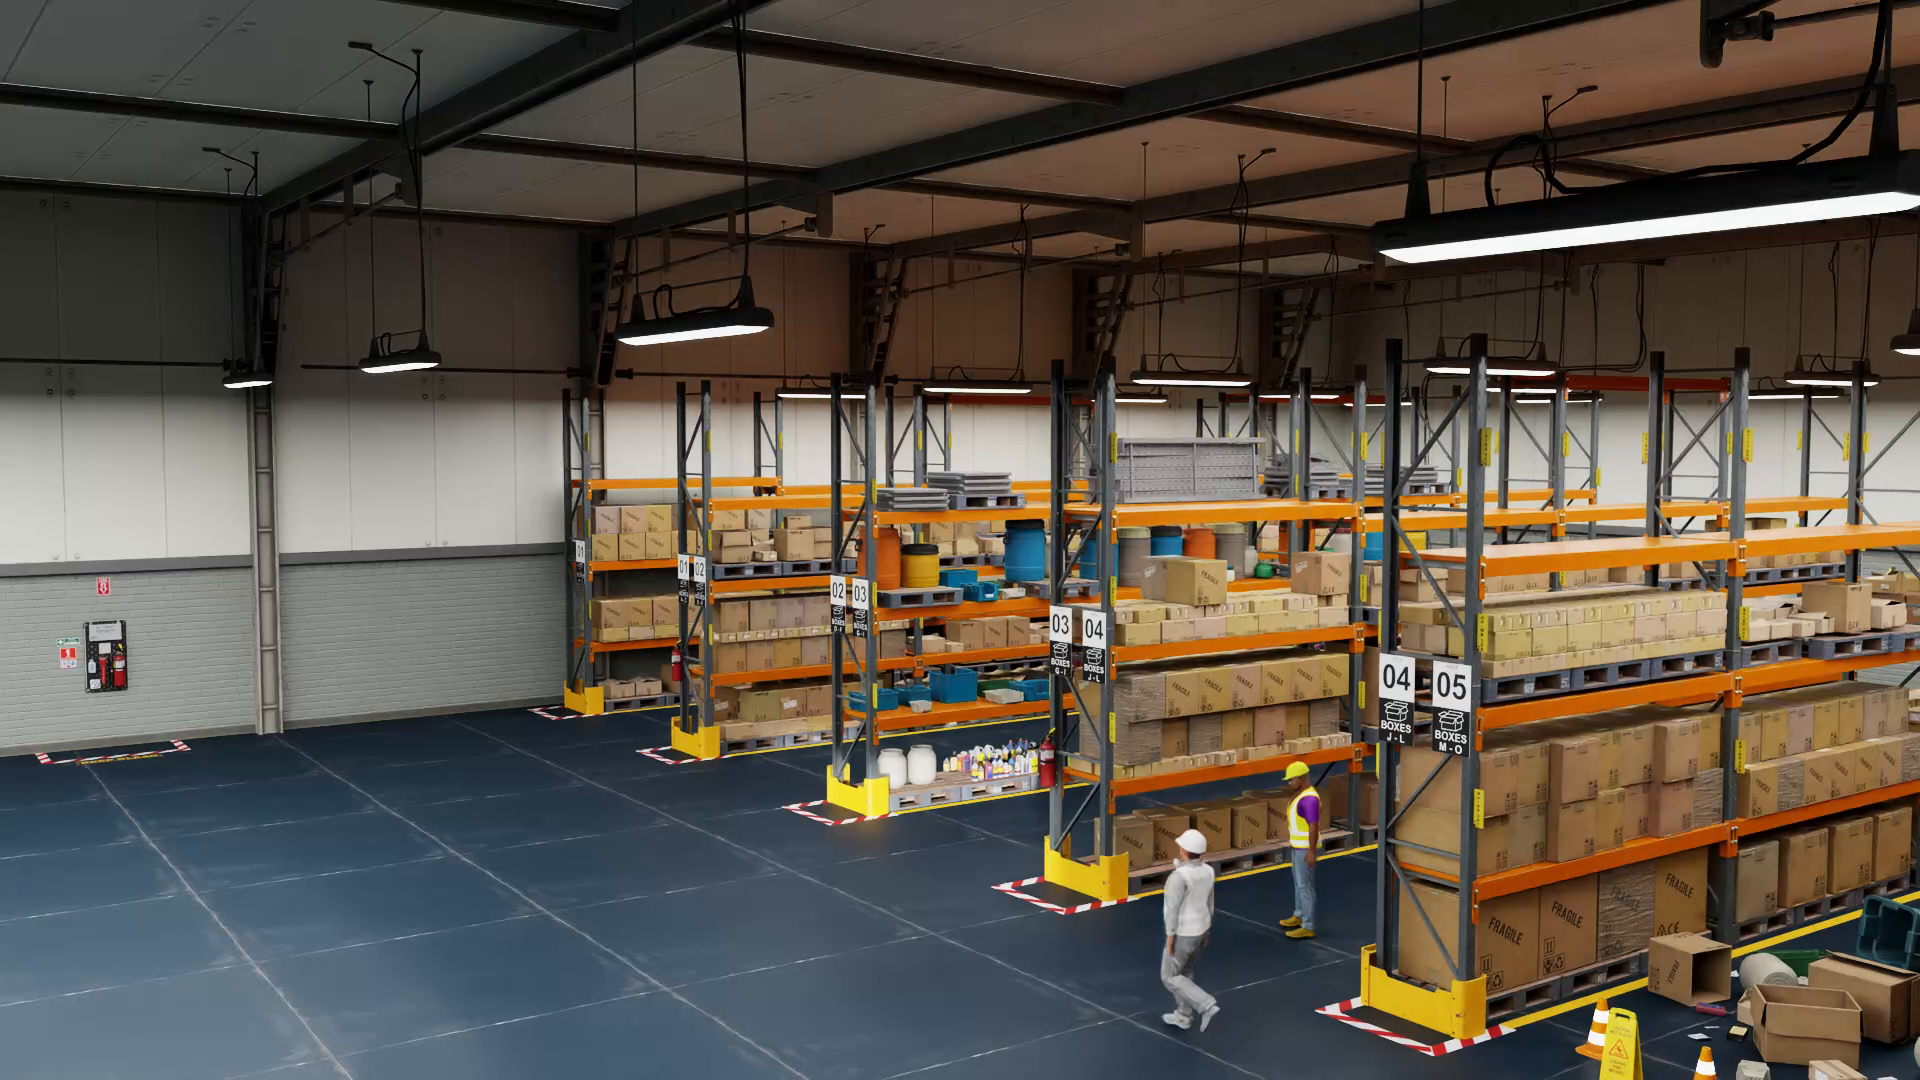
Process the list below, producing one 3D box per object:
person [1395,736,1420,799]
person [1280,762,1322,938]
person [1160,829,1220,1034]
[{"bbox_3d":[5.315,3.109,19.749,0.475,1.612,0.432,1,4,18],"label":"person"},{"bbox_3d":[3.535,3.171,17.224,0.407,1.763,0.630,0,4,6],"label":"person"},{"bbox_3d":[1.969,3.357,14.252,0.619,1.765,0.536,2,4,30],"label":"person"}]
